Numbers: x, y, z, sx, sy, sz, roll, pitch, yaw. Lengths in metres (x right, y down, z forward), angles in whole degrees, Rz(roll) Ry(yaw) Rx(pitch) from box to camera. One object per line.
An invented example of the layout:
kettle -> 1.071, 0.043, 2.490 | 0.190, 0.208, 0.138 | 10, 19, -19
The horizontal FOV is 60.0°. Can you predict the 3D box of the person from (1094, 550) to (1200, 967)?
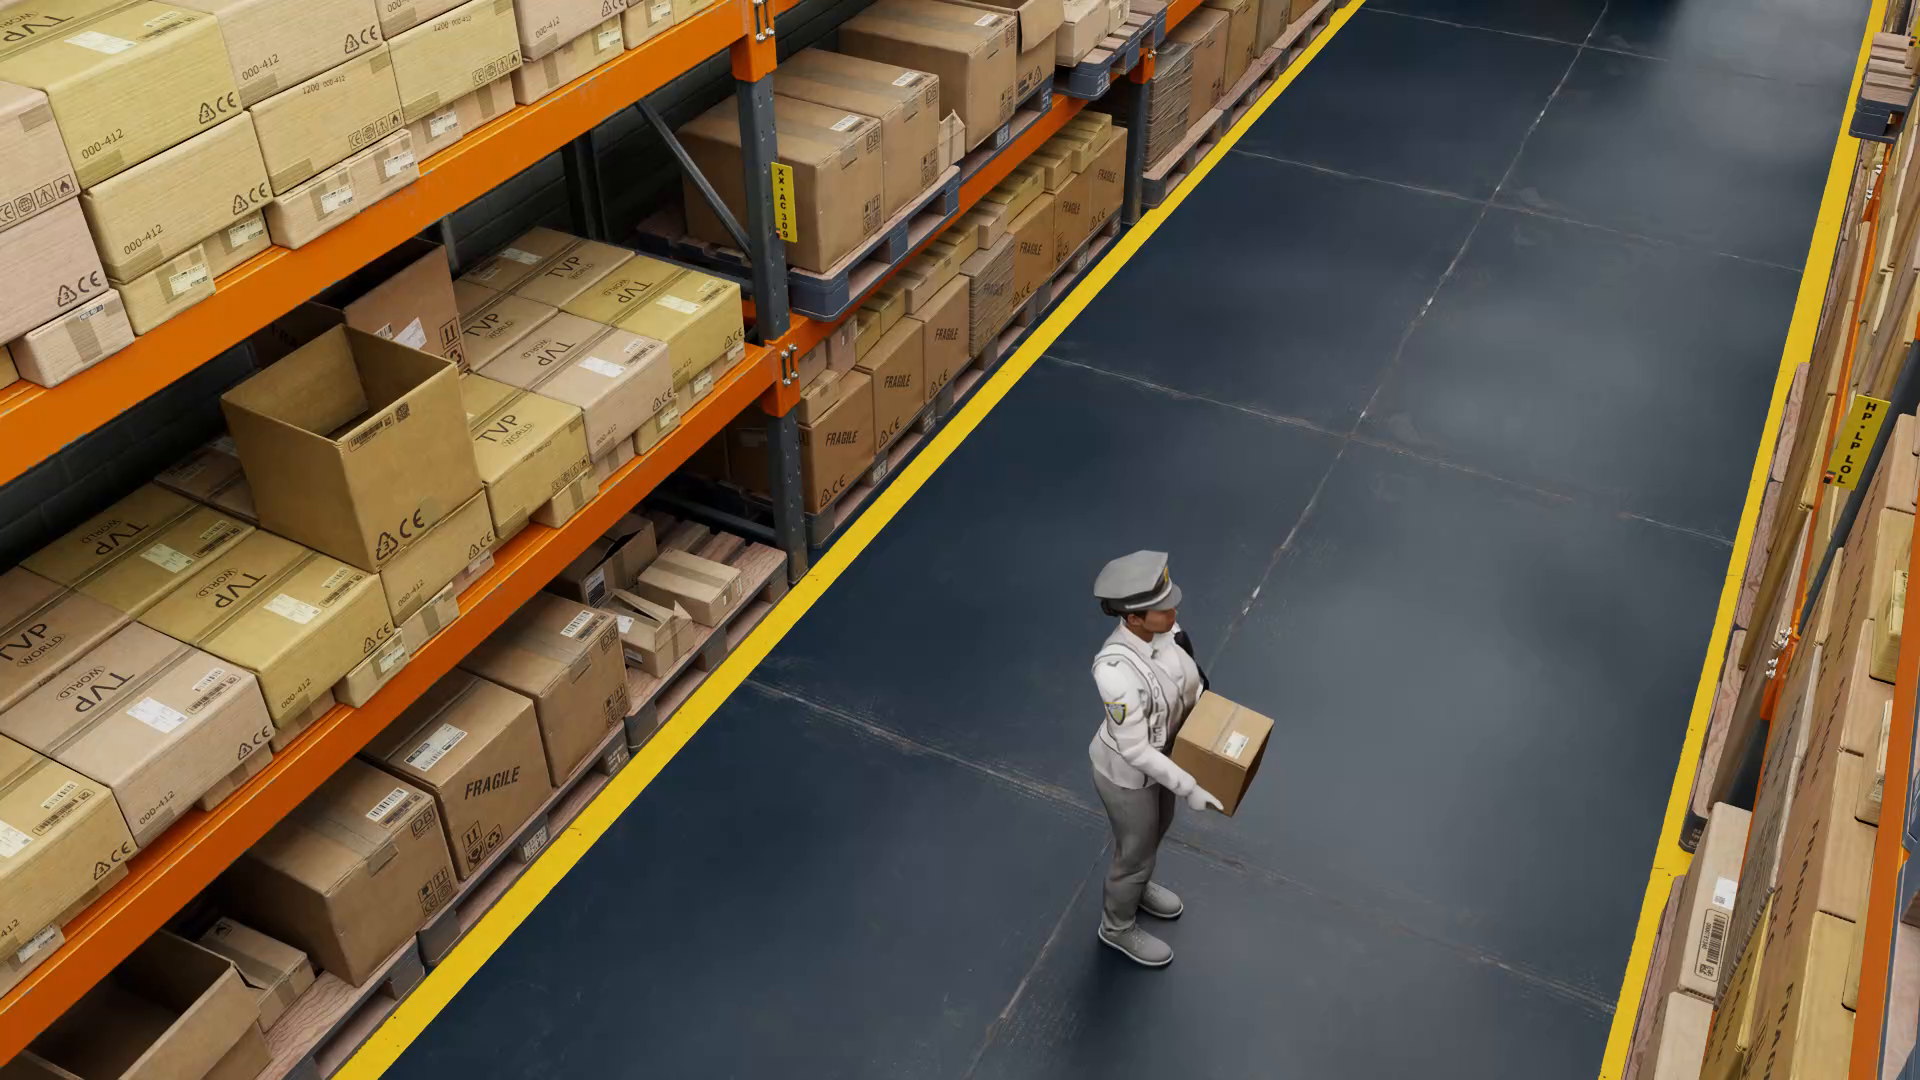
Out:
person -> 0.628, 0.753, 5.677 | 0.433, 1.687, 0.355 | 19, 42, 22
